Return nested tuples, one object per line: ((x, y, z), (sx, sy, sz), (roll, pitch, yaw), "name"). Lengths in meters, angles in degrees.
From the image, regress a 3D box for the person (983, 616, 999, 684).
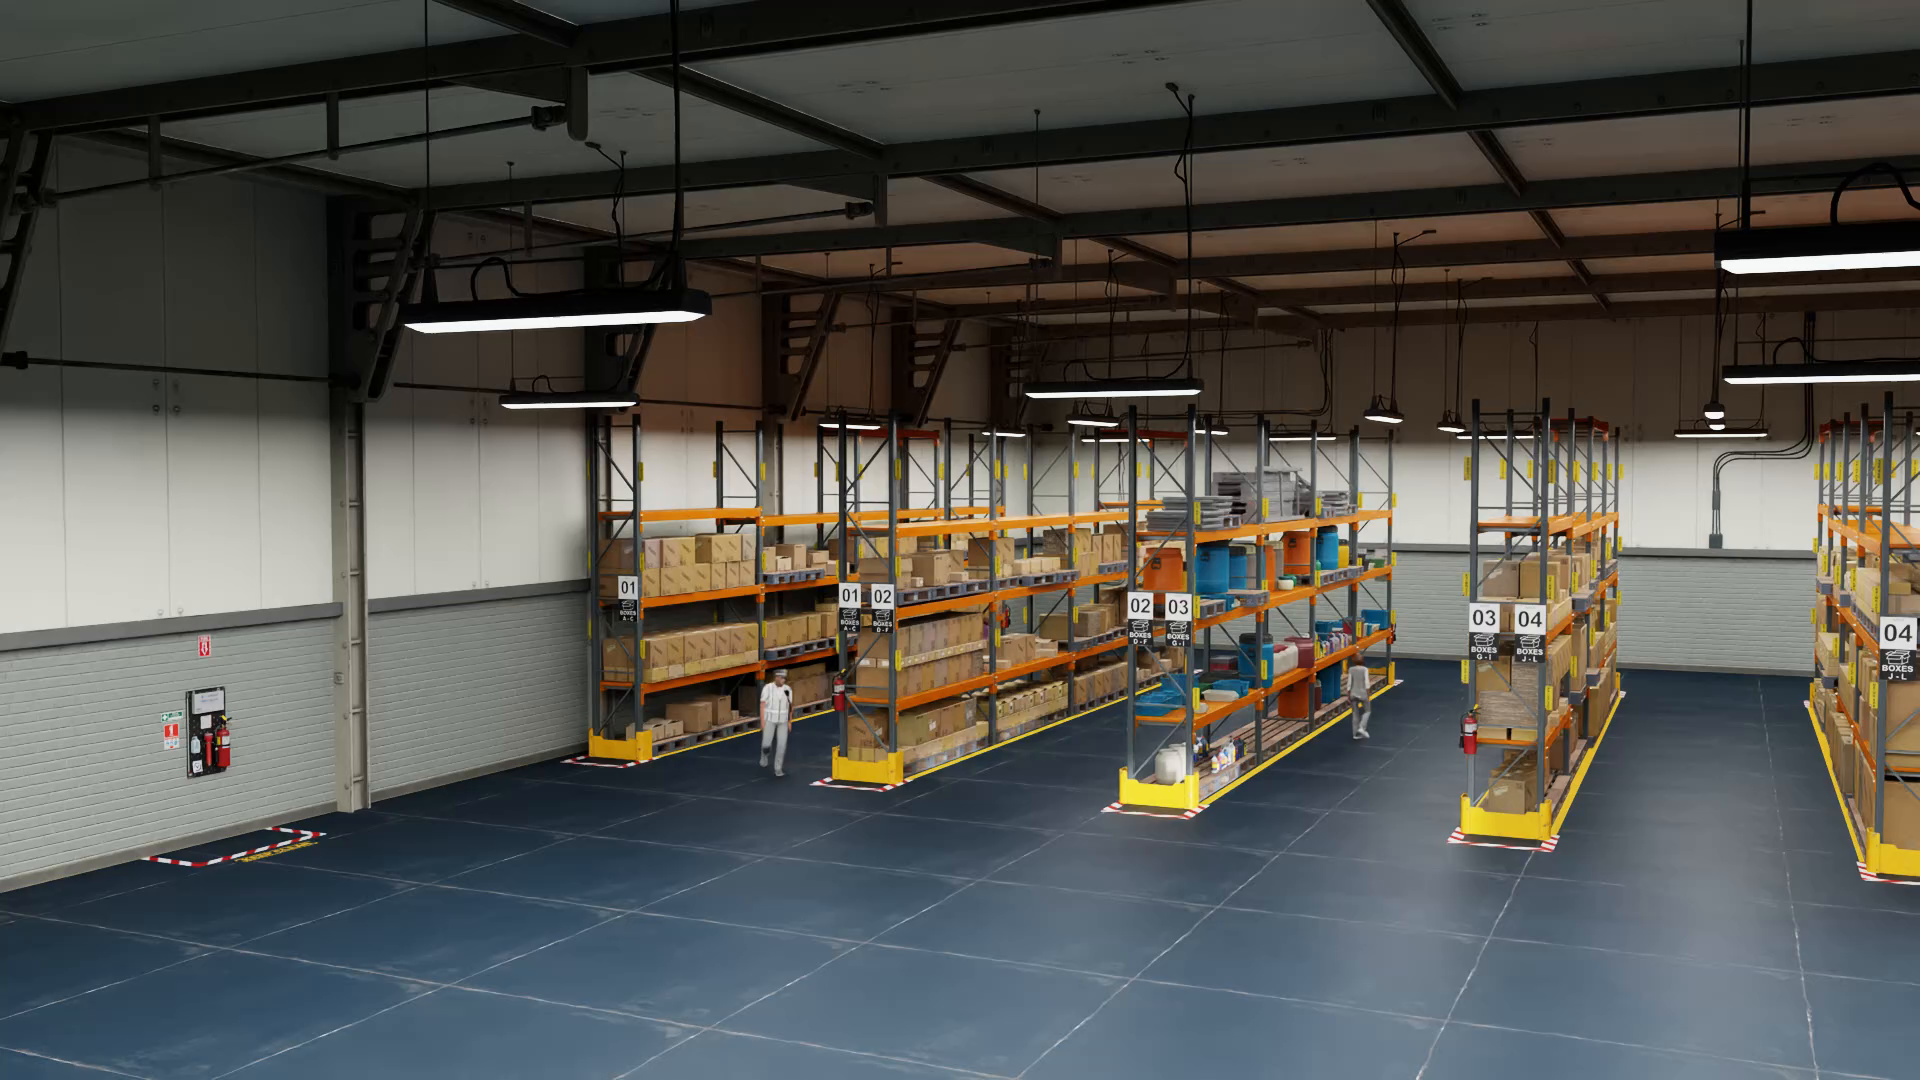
((0.617, 2.603, 39.196), (0.514, 1.609, 0.449), (-2, 3, -42), "person")

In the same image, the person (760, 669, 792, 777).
((-3.044, 3.000, 27.490), (0.567, 1.747, 0.629), (-1, 3, -22), "person")

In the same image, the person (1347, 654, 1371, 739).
((7.450, 2.924, 31.073), (0.448, 1.598, 0.426), (1, 3, 31), "person")
